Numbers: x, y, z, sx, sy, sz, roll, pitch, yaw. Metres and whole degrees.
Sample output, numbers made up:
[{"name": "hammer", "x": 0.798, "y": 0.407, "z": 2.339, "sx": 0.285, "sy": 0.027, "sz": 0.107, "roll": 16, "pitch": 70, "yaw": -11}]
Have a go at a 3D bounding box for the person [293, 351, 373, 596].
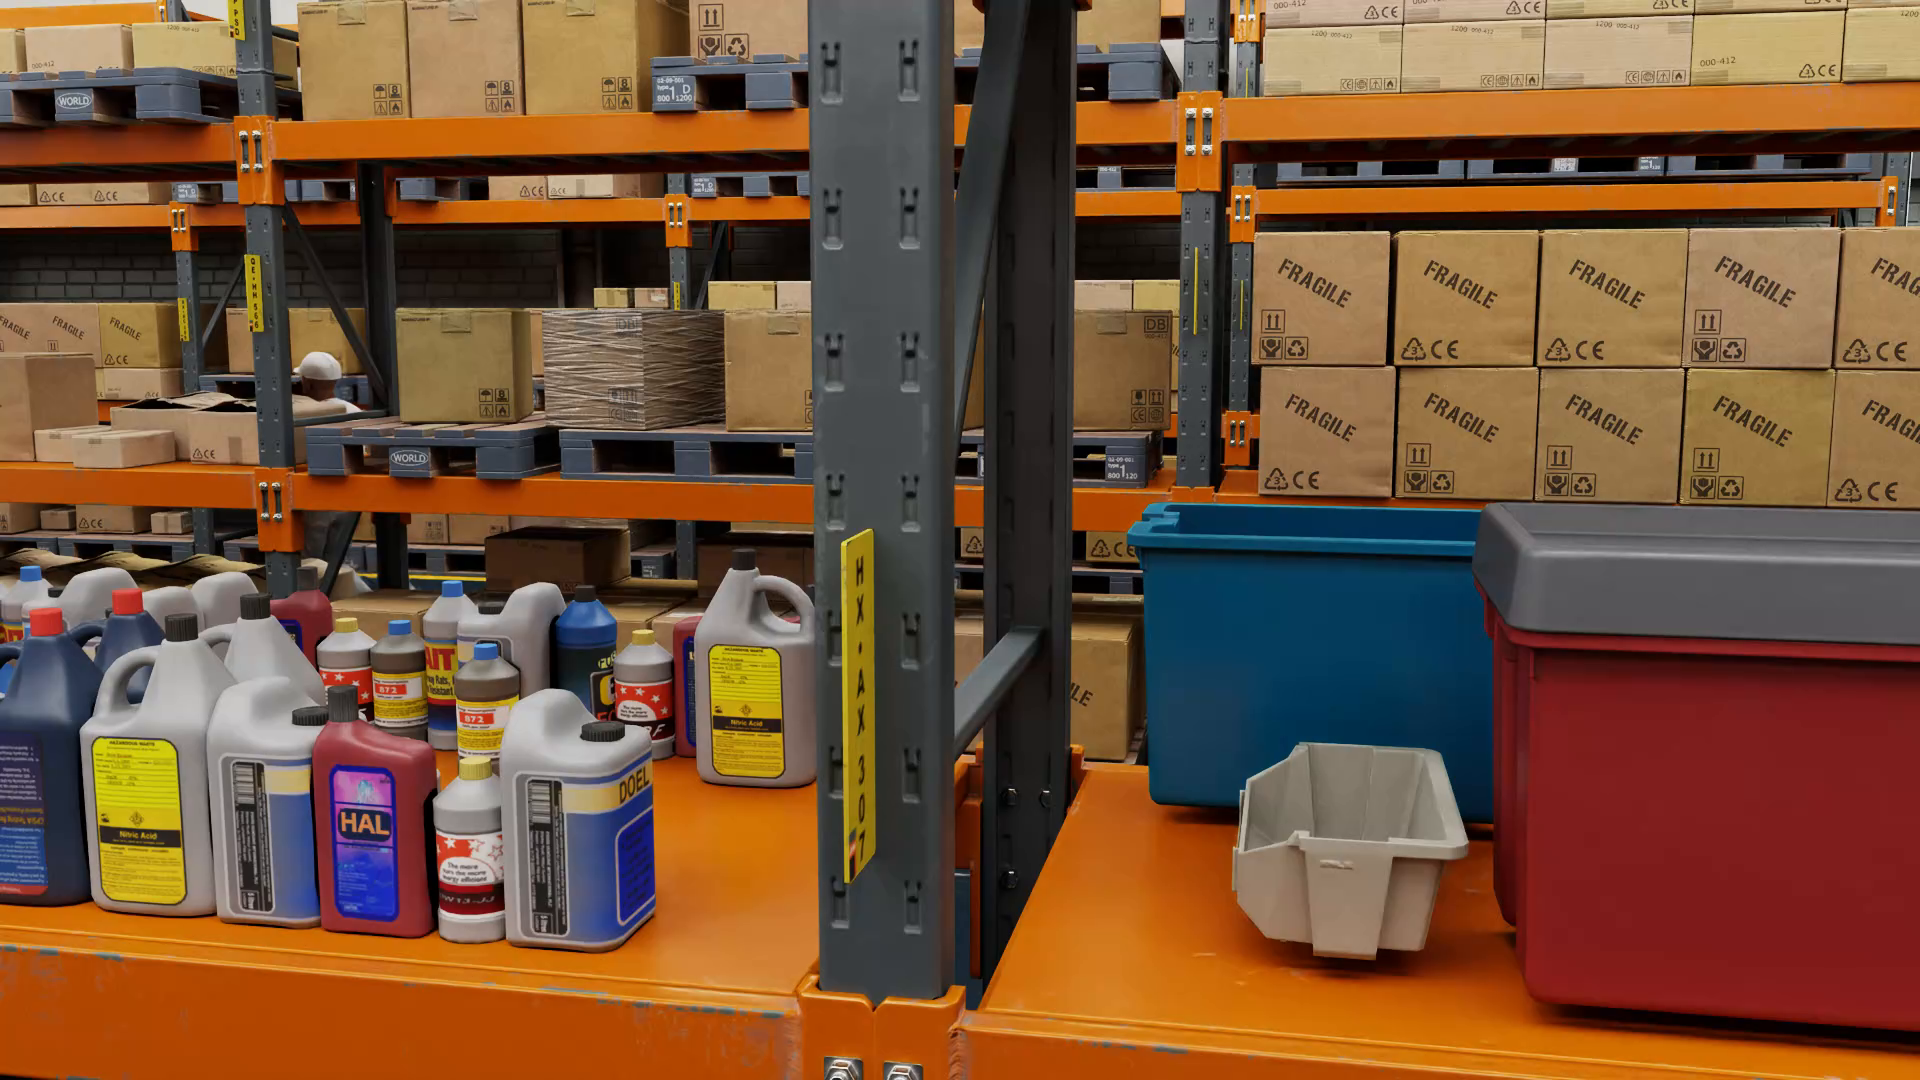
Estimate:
[{"name": "person", "x": -3.630, "y": -0.201, "z": 9.538, "sx": 0.601, "sy": 1.755, "sz": 0.569, "roll": 2, "pitch": 8, "yaw": 14}]
